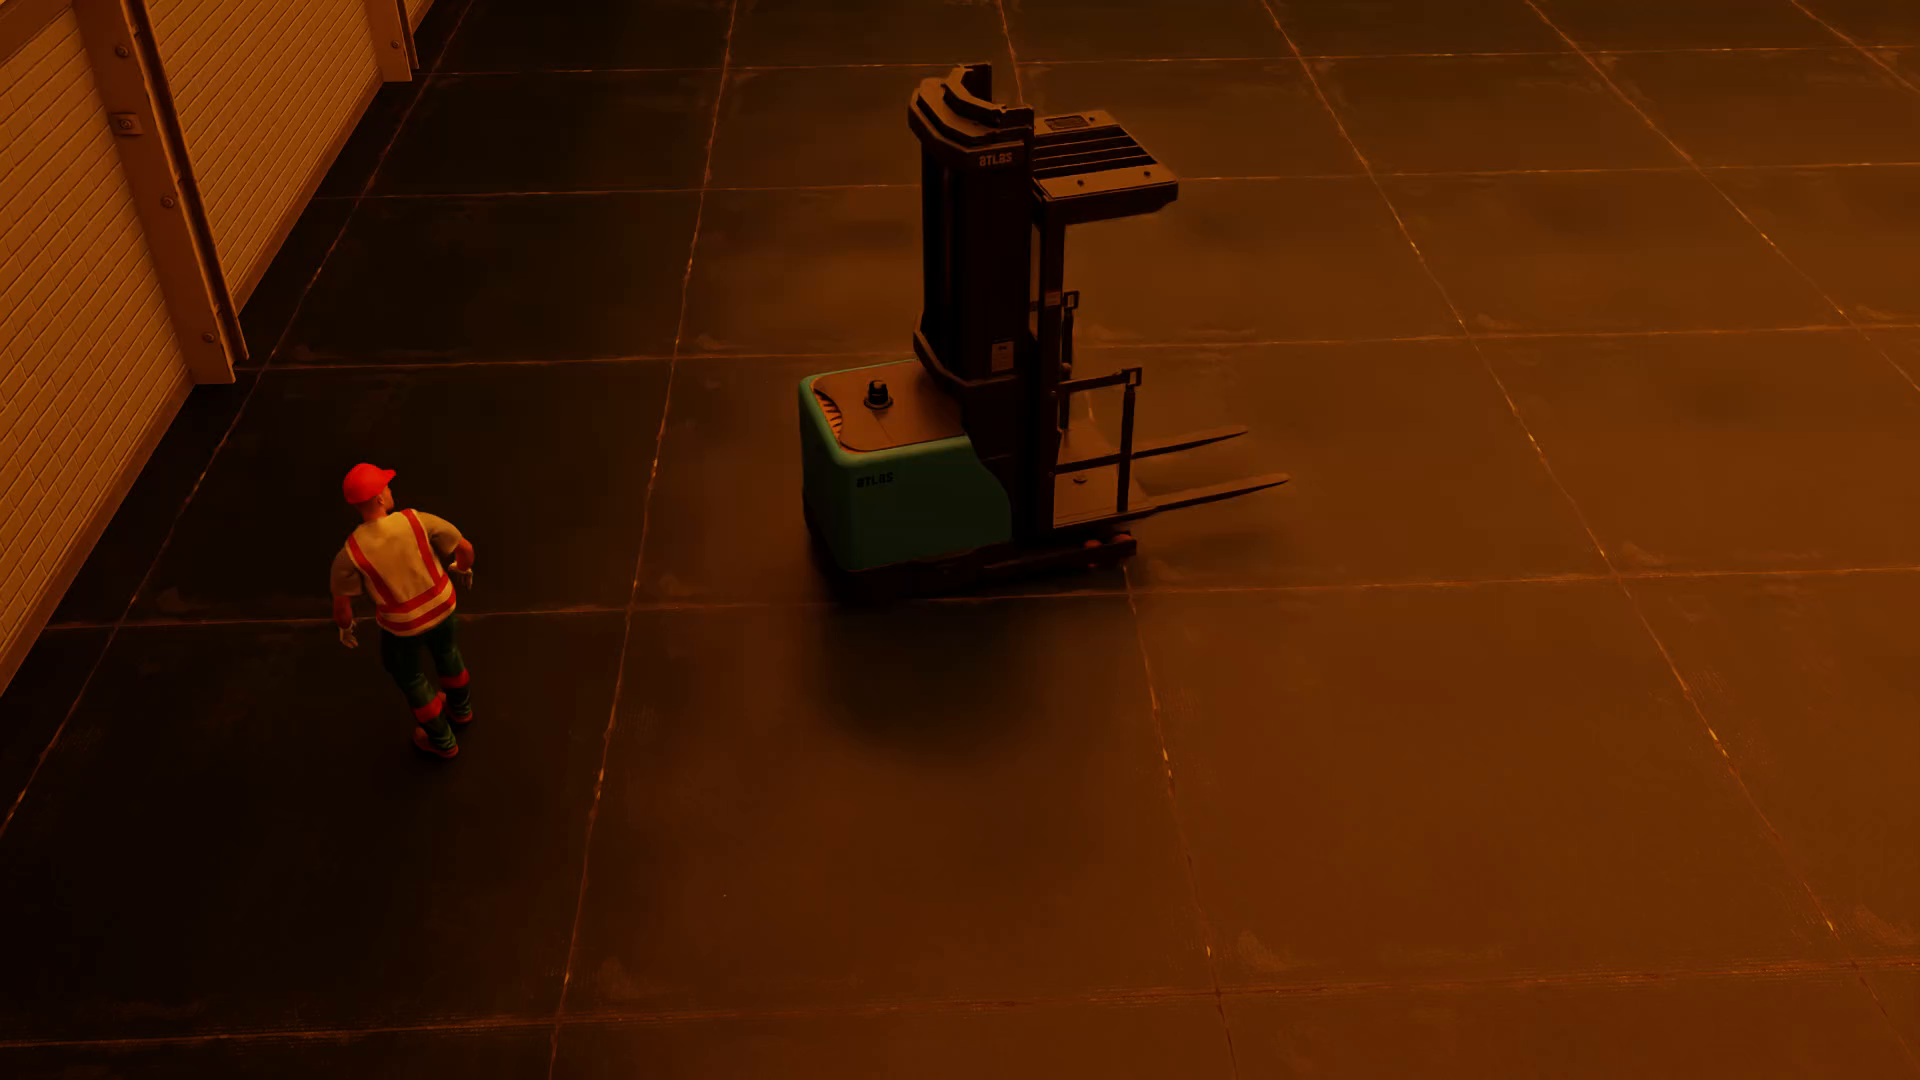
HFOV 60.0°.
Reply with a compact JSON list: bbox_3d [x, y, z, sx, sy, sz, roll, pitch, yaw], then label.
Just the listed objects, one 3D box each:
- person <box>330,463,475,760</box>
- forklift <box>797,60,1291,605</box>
[{"bbox_3d":[-2.849,0.345,8.532,0.757,1.761,0.506,-29,45,-34],"label":"person"},{"bbox_3d":[0.580,-1.305,9.802,3.031,2.935,1.130,-11,37,-15],"label":"forklift"}]
